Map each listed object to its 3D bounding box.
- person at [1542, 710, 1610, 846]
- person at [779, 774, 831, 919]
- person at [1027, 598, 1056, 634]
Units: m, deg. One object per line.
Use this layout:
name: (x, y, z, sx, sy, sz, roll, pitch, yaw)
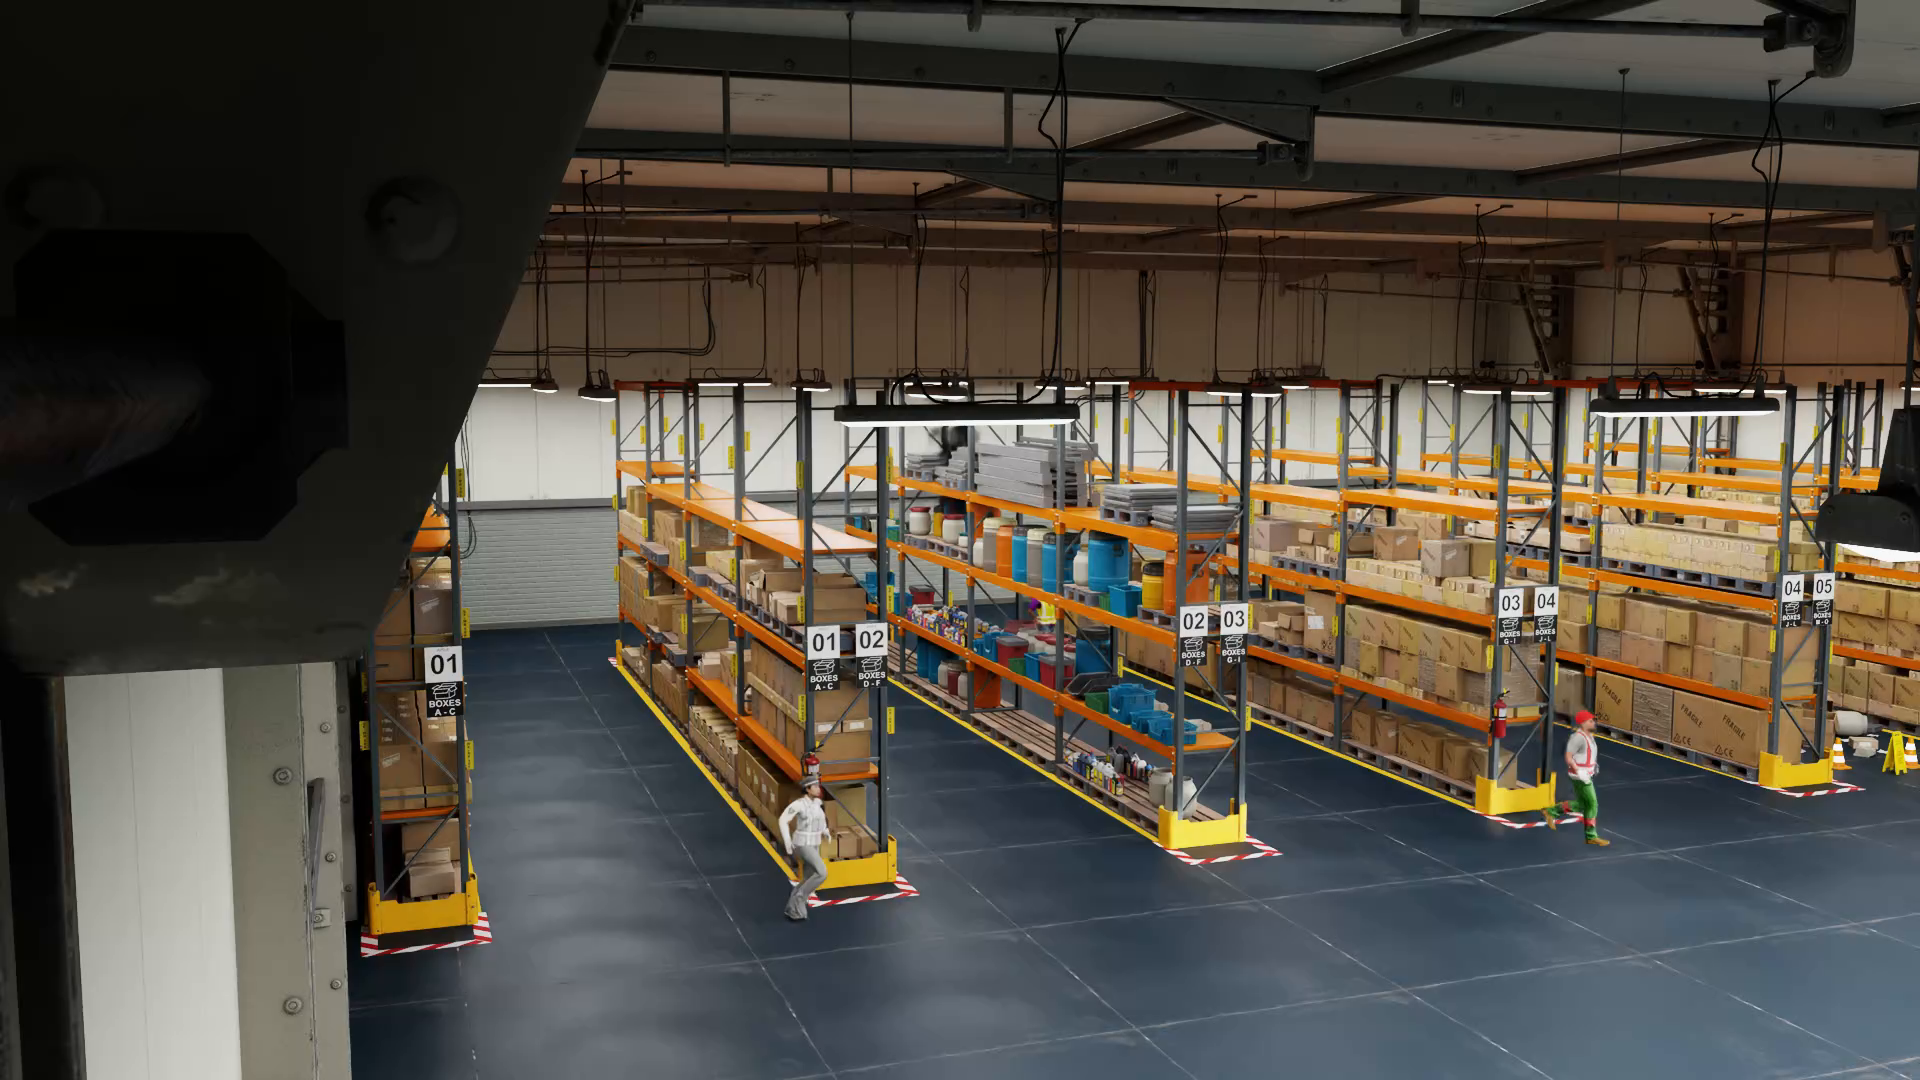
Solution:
person: (8.178, 3.119, 22.013, 0.868, 1.773, 0.660, 4, 7, 31)
person: (-1.693, 3.501, 19.048, 0.569, 1.630, 0.613, 3, 7, 29)
person: (1.734, 1.683, 33.091, 0.709, 1.742, 0.704, -3, 7, -29)
